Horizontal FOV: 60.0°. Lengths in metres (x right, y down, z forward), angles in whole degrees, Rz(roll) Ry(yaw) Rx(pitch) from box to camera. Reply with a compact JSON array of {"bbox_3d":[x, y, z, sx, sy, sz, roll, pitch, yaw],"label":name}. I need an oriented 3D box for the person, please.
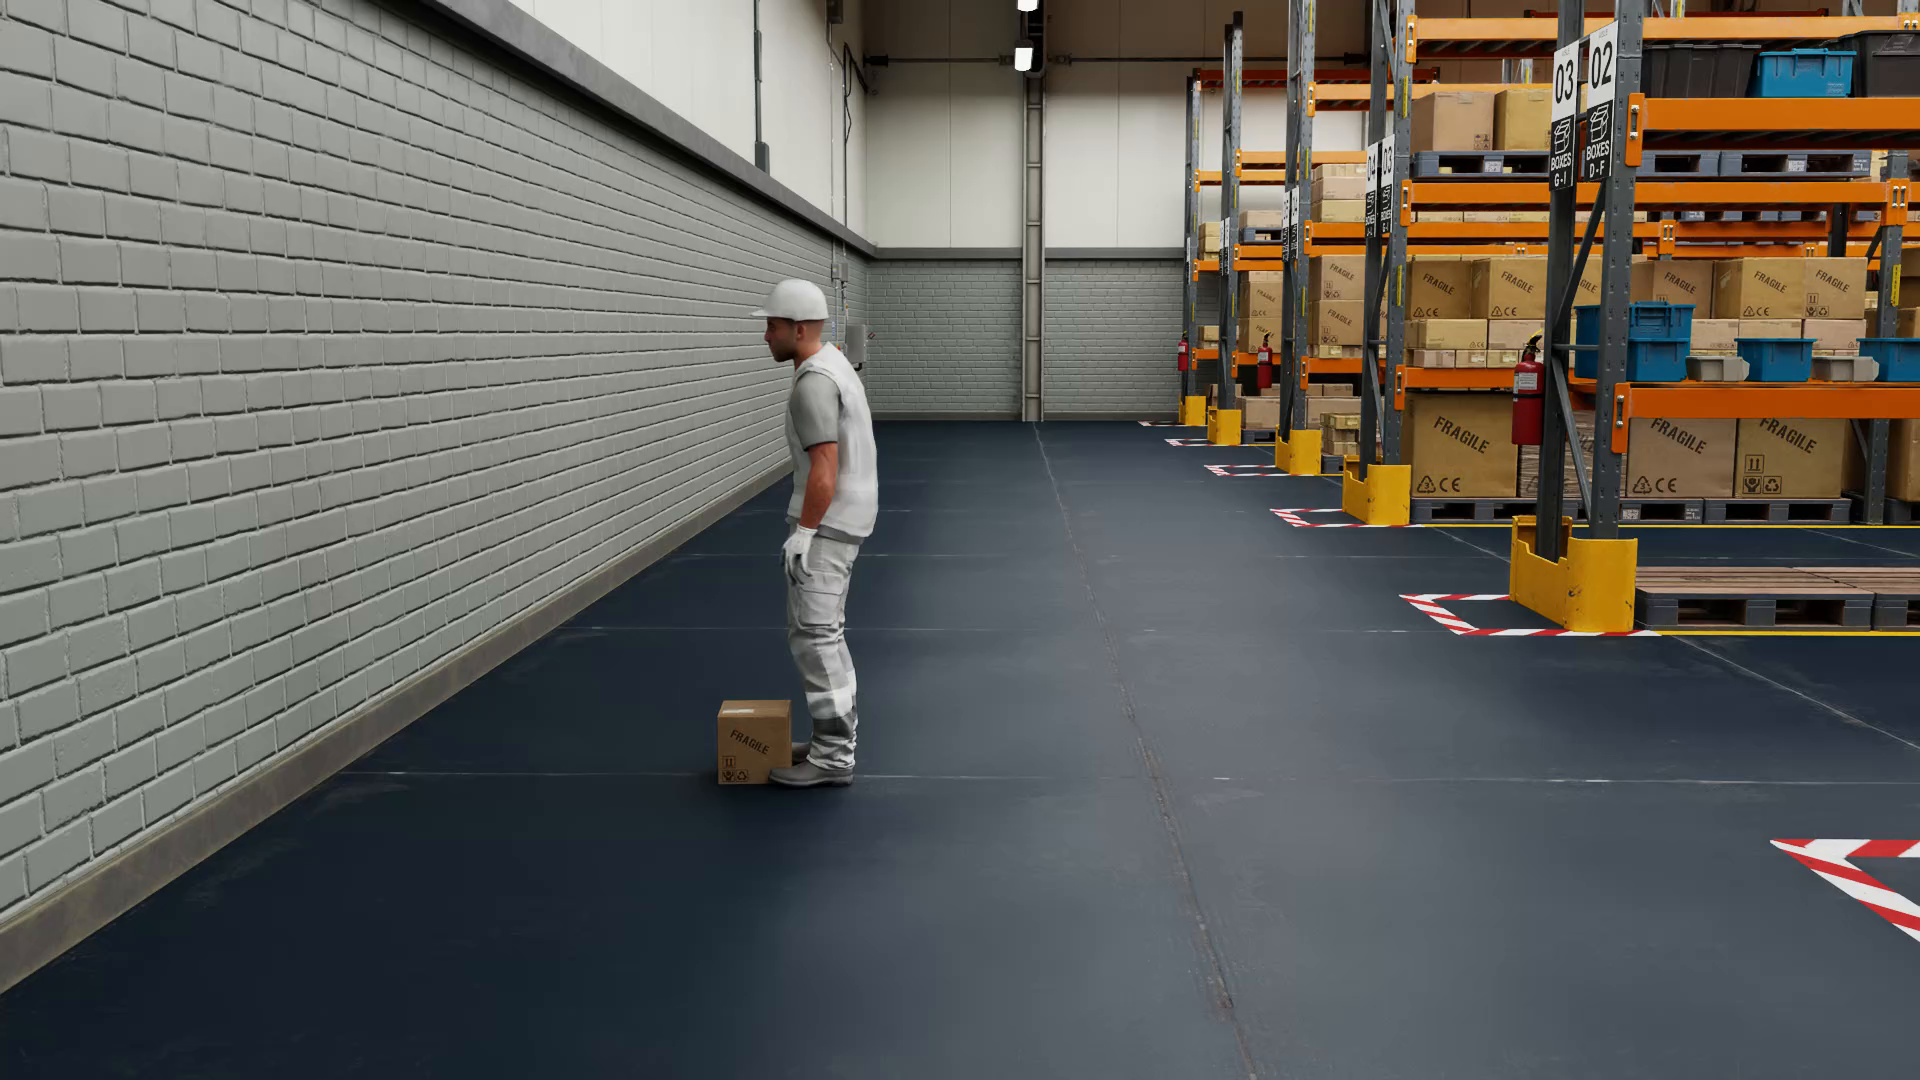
[{"bbox_3d":[-0.514,-0.027,5.919,0.449,1.780,0.607,0,7,1],"label":"person"}]
